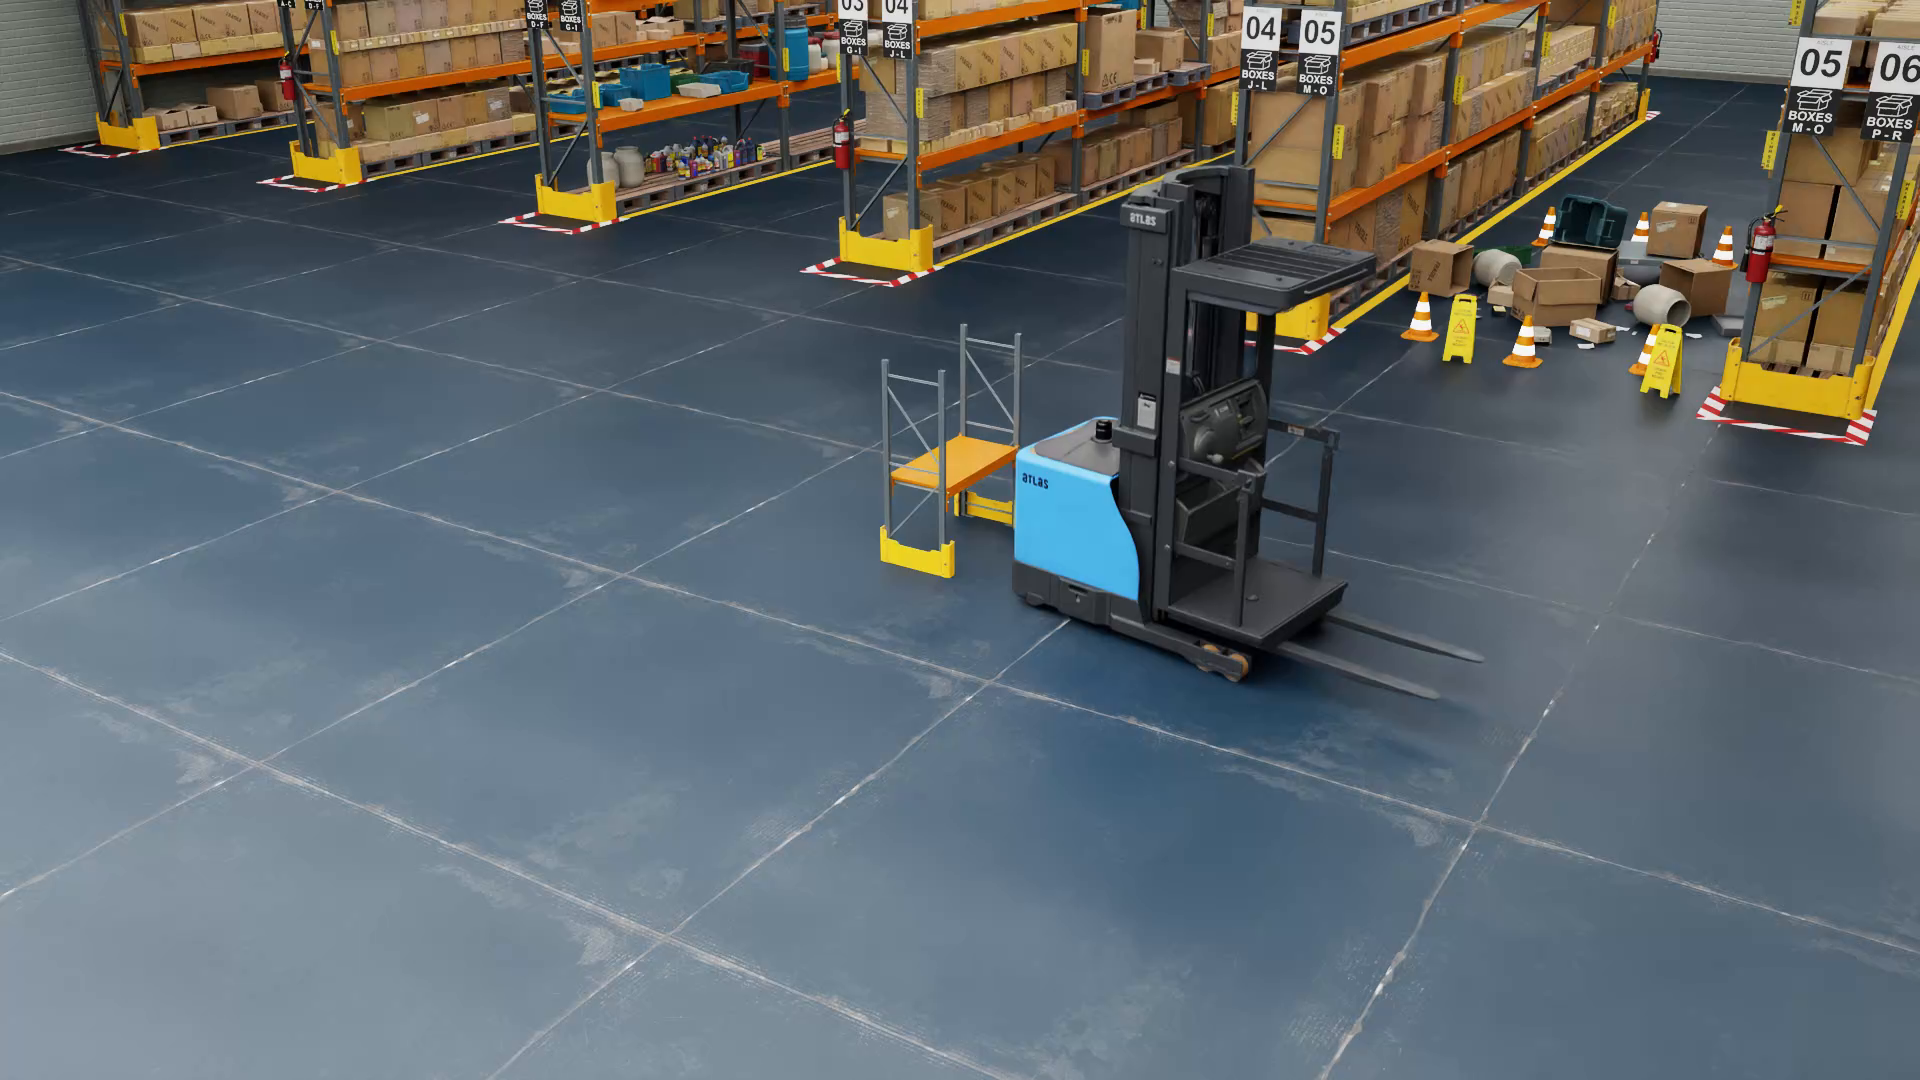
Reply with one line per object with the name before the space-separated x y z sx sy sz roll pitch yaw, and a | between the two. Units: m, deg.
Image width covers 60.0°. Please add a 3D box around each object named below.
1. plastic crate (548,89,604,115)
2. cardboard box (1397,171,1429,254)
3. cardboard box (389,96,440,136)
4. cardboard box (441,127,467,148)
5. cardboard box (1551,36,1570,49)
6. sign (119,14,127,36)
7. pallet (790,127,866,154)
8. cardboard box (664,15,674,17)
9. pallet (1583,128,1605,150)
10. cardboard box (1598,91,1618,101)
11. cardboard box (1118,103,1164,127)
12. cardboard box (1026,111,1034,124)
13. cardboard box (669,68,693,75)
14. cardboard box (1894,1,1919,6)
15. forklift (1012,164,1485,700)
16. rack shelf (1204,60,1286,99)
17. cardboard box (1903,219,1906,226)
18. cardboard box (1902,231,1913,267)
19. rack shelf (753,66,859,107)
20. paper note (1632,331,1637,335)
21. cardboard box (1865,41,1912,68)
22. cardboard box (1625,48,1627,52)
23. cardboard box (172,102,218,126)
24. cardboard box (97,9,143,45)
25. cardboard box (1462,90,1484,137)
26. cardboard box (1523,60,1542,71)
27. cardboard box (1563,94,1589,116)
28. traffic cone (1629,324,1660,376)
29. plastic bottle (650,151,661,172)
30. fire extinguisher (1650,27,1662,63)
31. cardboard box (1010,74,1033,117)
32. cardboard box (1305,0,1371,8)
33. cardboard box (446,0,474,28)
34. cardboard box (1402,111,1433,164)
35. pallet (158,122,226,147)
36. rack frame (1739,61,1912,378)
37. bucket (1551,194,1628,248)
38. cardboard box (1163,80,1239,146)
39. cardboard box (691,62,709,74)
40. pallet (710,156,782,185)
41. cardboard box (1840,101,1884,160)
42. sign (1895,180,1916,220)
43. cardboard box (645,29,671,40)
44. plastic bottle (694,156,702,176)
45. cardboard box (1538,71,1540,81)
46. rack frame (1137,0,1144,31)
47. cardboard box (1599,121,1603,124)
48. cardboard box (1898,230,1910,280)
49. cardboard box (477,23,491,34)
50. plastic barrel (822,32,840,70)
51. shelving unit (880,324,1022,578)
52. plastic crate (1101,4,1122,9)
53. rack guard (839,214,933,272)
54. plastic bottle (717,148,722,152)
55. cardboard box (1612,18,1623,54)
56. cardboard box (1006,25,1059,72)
plastic crate | -5.121 -5.861 22.201 0.499 0.251 0.616 14 27 29
cardboard box | 4.957 -3.956 19.759 0.875 0.875 0.875 14 27 30
cardboard box | -8.350 -6.487 25.448 0.500 0.500 0.500 14 27 29
cardboard box | -8.072 -6.308 25.979 0.500 0.250 0.500 14 27 29
cardboard box | 8.693 -7.280 24.329 0.380 0.149 0.250 13 27 28
sign | -13.086 -8.058 25.997 0.100 0.325 0.005 14 27 29
pallet | -1.996 -6.455 26.894 1.003 0.211 1.213 14 27 29
cardboard box | -6.566 -11.658 37.206 0.380 0.149 0.250 13 27 27
pallet | 9.892 -6.591 27.209 1.003 0.211 1.213 14 27 29
cardboard box | 10.886 -7.483 28.071 0.380 0.149 0.250 13 27 27
cardboard box | 2.698 -6.345 24.780 0.500 0.250 0.500 17 29 35
cardboard box | 0.720 -5.442 21.361 0.380 0.149 0.250 14 27 29
cardboard box | -5.184 -8.397 30.098 0.500 0.311 0.500 15 27 30
cardboard box | 8.687 -4.794 15.086 0.380 0.149 0.250 15 27 30
forklift | 1.802 -0.712 10.205 3.031 2.935 1.130 19 30 36
rack shelf | 4.352 -7.705 27.178 1.077 0.370 4.000 14 27 29
cardboard box | 8.898 -3.127 16.015 0.380 0.149 0.250 14 27 29
cardboard box | 10.258 -3.341 18.971 0.950 0.372 0.625 16 28 32
rack shelf | -1.965 -7.393 26.457 1.077 0.370 4.000 14 27 29
paper note | 6.966 -2.137 17.174 0.032 0.001 0.123 14 27 29
cardboard box | 7.988 -4.141 14.079 0.500 0.250 0.500 13 27 28
cardboard box | 10.992 -8.286 27.930 0.380 0.149 0.250 13 26 27
cardboard box | -12.805 -7.149 27.819 0.500 0.311 0.500 16 28 33
cardboard box | -13.479 -8.262 26.779 0.500 0.500 0.500 14 27 28
cardboard box | 6.120 -5.274 20.531 0.500 0.500 0.500 14 27 29
cardboard box | 7.883 -6.621 23.183 0.380 0.149 0.250 15 28 31
cardboard box | 9.390 -6.722 25.675 0.500 0.250 0.500 13 27 28
traffic cone | 6.628 -1.834 15.905 0.336 0.463 0.334 14 27 29
plastic bottle | -4.378 -5.441 23.917 0.152 0.276 0.135 14 27 29
fire extinguisher | 12.203 -8.768 29.295 0.296 0.674 0.183 14 27 29
cardboard box | 0.426 -5.702 21.146 0.875 0.500 0.500 14 27 29
cardboard box | 3.711 -5.378 16.282 0.500 0.250 0.500 14 27 29
cardboard box | -7.985 -8.238 25.744 0.700 0.500 0.500 14 27 29
cardboard box | 4.893 -4.688 19.114 0.875 0.550 0.550 14 27 29
pallet | -13.048 -6.787 27.661 1.003 0.211 1.213 14 27 29
rack frame | 7.497 -2.583 14.441 1.000 3.000 0.127 14 27 29
bucket | 7.235 -3.603 19.003 0.620 0.611 0.726 -6 22 -39
cardboard box | 3.679 -6.806 26.342 1.225 0.875 0.875 12 26 27
cardboard box | -4.634 -8.586 30.900 0.500 0.500 0.500 15 28 31
pallet | -3.410 -5.550 24.805 1.003 0.211 1.213 14 27 29
cardboard box | 8.417 -3.945 15.827 0.700 0.500 0.500 14 27 29
sign | 7.958 -2.867 14.007 0.100 0.325 0.005 14 27 29
cardboard box | -5.356 -8.960 29.489 0.380 0.149 0.250 14 27 29
plastic bottle | -3.728 -5.310 23.620 0.097 0.271 0.097 0 23 0
cardboard box | 7.865 -6.473 23.213 0.380 0.149 0.250 13 27 28
rack frame | 3.310 -11.098 34.110 1.000 3.000 0.127 14 27 29
cardboard box | 10.260 -6.761 27.152 0.380 0.149 0.250 14 27 29
cardboard box | 9.523 -2.952 17.282 0.500 0.500 0.500 13 27 28
cardboard box | -7.594 -8.033 26.088 0.380 0.149 0.250 14 27 29
plastic barrel | -1.942 -7.635 25.939 0.433 0.535 0.433 0 23 0
shelving unit | -0.040 -0.663 11.893 0.587 1.500 1.083 14 27 29
plastic crate | 3.033 -10.691 33.427 0.396 0.136 0.243 14 27 29
rack guard | -0.882 -3.538 19.794 1.175 0.500 0.348 14 27 29
plastic bottle | -3.487 -5.564 24.193 0.061 0.283 0.133 14 27 29
cardboard box | 10.298 -8.102 26.689 0.500 0.500 0.500 14 27 29
cardboard box | 0.921 -6.273 21.205 0.500 0.500 0.500 14 27 29
